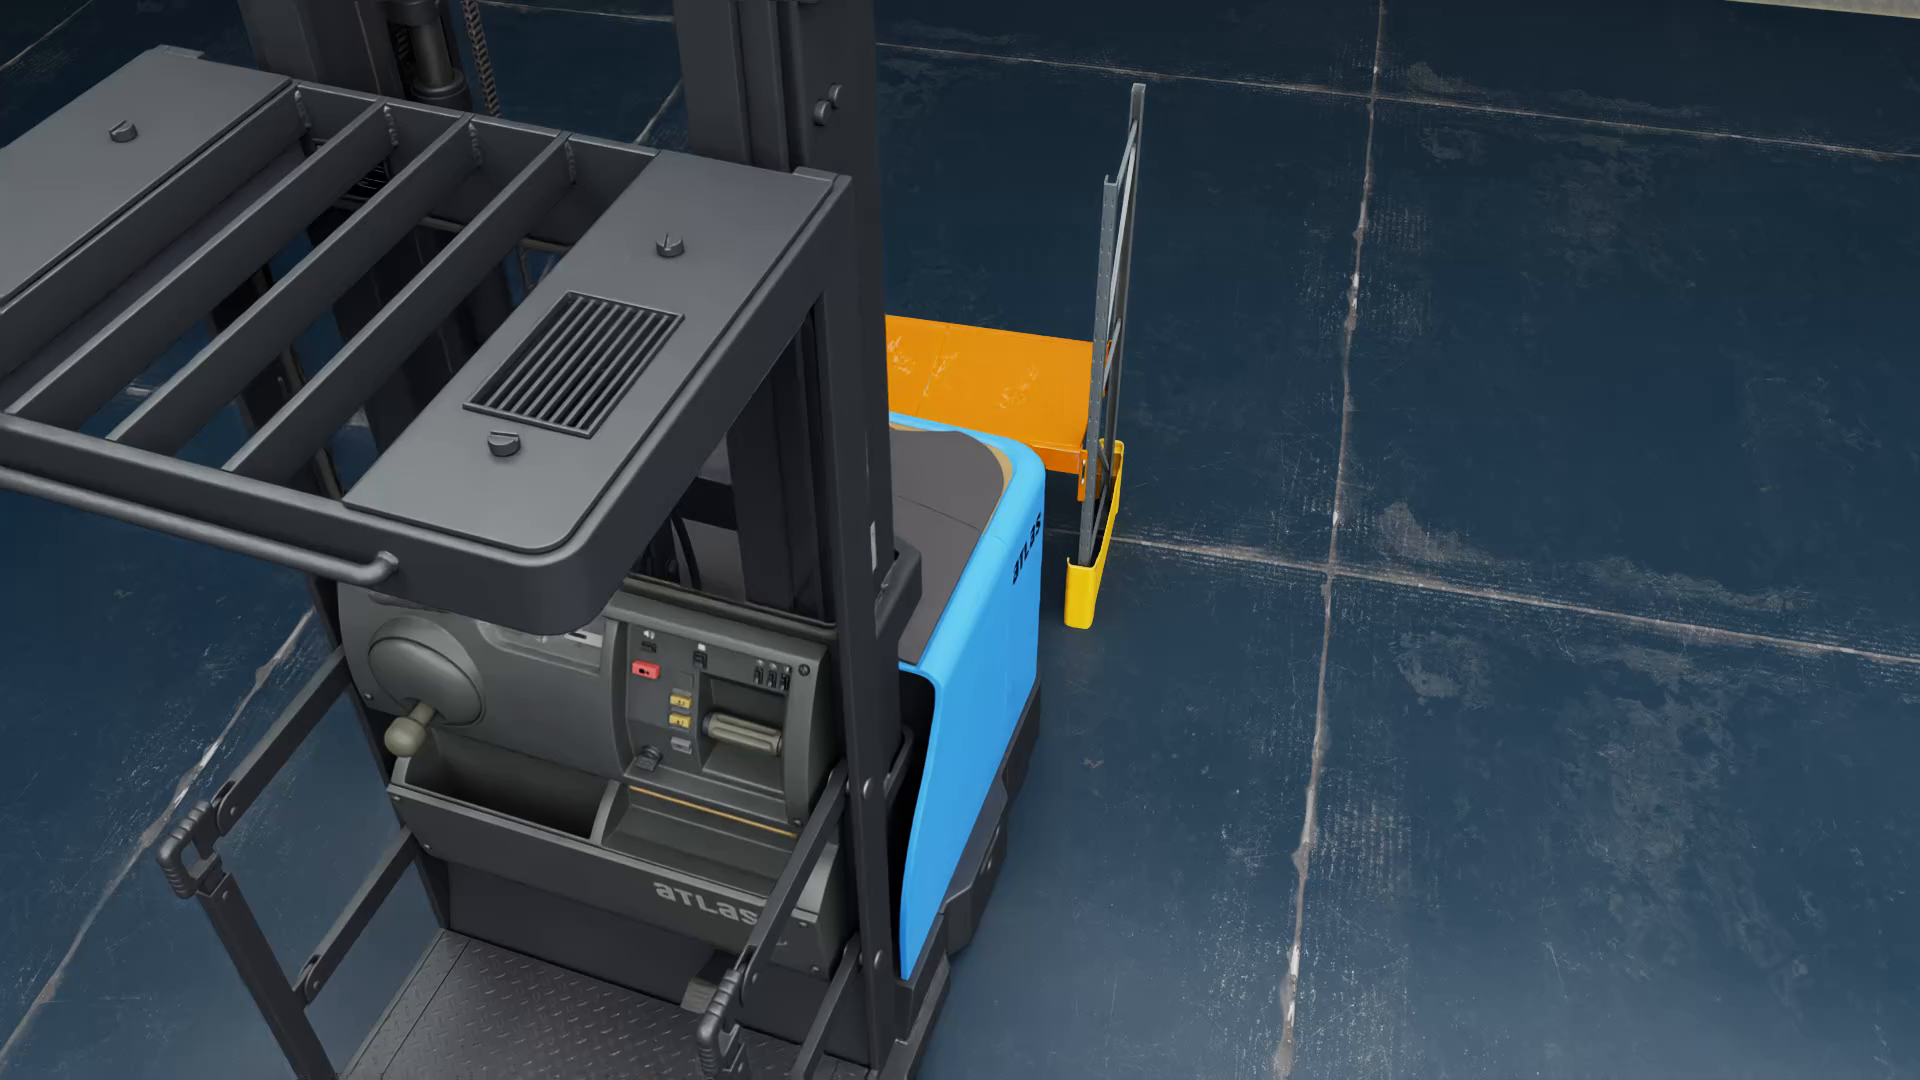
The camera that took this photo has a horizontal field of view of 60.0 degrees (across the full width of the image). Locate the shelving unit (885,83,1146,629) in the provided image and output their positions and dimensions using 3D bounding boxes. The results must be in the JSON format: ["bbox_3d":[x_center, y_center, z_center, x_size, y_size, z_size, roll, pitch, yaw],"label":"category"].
[{"bbox_3d":[-0.074,-0.552,4.742,1.083,1.500,0.587,9,45,9],"label":"shelving unit"}]

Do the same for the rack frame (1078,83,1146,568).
[{"bbox_3d":[0.413,-0.476,4.663,0.032,1.500,0.500,9,45,9],"label":"rack frame"}]

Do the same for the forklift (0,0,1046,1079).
[{"bbox_3d":[-0.751,0.345,2.778,1.130,2.935,3.031,14,46,14],"label":"forklift"}]

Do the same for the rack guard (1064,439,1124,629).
[{"bbox_3d":[0.412,-0.026,5.097,0.087,0.250,0.587,9,45,9],"label":"rack guard"}]

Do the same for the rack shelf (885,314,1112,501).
[{"bbox_3d":[-0.083,-0.424,4.868,1.000,0.185,0.538,9,45,9],"label":"rack shelf"}]
